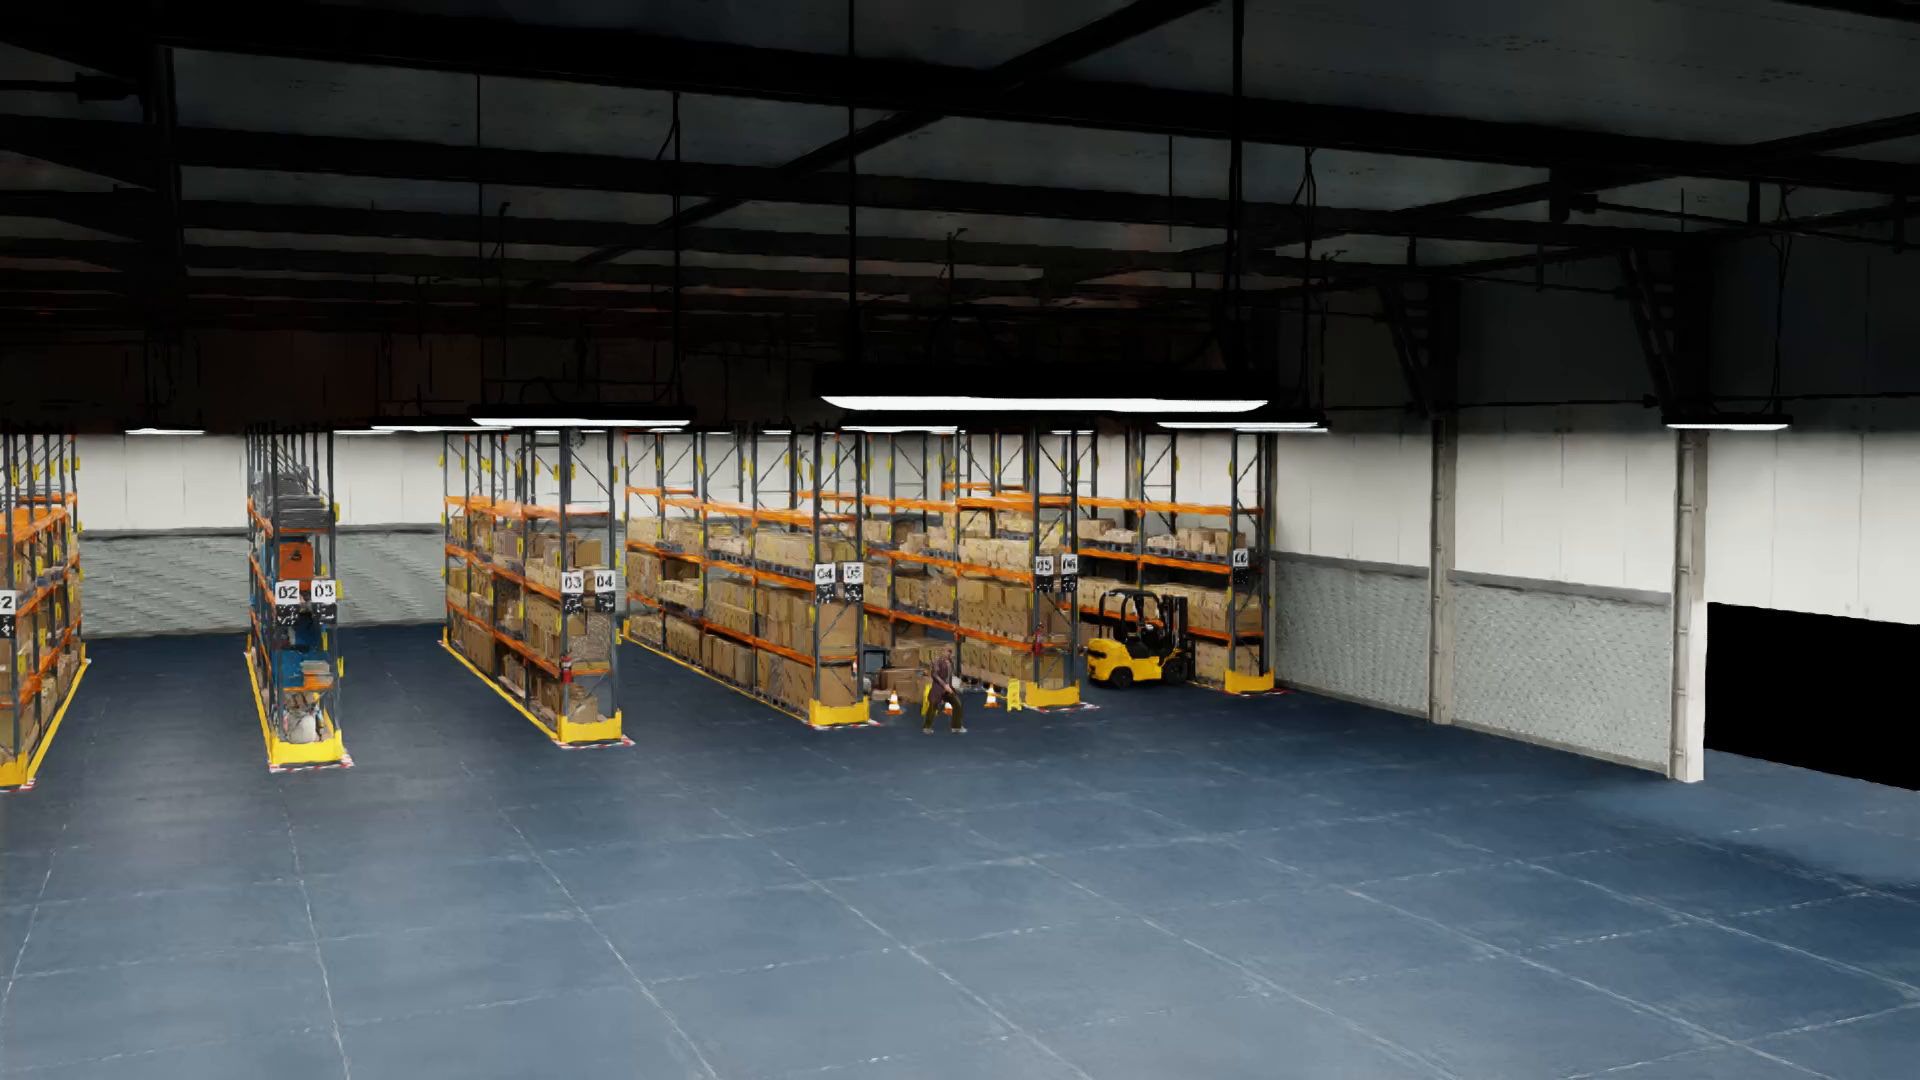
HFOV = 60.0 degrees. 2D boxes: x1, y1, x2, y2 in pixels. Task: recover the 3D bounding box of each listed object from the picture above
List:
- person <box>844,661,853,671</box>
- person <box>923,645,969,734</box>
[{"bbox_3d":[-2.771,2.425,39.657,0.569,1.669,0.591,0,4,5],"label":"person"},{"bbox_3d":[-0.332,2.859,31.900,0.815,1.726,0.719,3,5,44],"label":"person"}]
